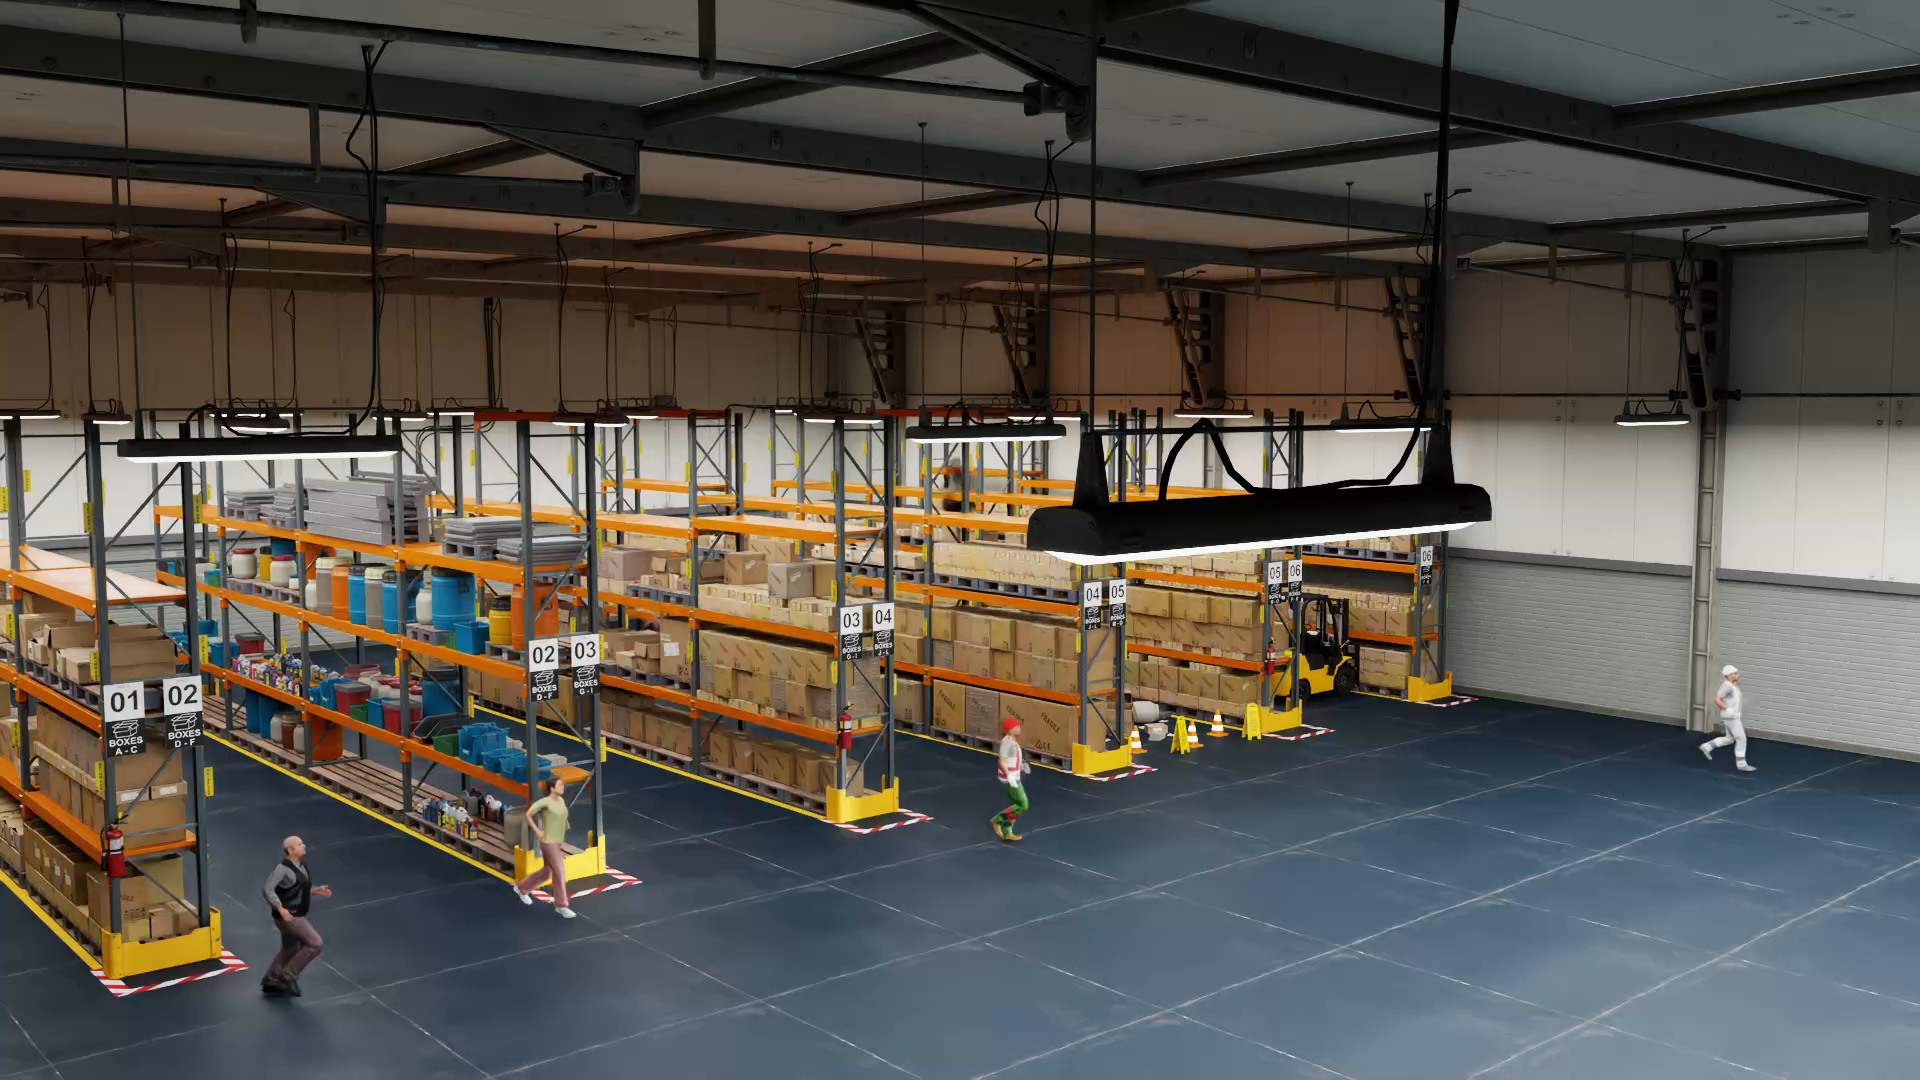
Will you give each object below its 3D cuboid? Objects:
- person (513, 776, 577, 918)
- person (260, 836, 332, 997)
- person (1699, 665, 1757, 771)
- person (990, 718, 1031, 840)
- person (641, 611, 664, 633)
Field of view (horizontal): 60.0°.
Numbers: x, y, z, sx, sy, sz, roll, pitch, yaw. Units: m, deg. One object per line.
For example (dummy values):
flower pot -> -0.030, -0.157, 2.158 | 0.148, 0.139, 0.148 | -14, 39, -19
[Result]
person -> -5.021, 3.770, 20.398 | 0.916, 1.577, 0.616 | 2, 5, 19
person -> -7.006, 3.945, 17.493 | 0.731, 1.682, 0.625 | -1, 5, -9
person -> 12.960, 2.989, 28.014 | 0.914, 1.765, 0.670 | 3, 6, 30
person -> 0.716, 3.387, 23.599 | 0.589, 1.751, 0.673 | 0, 5, 1
person -> -6.455, 2.432, 35.774 | 0.711, 1.562, 0.828 | -4, 7, -41
